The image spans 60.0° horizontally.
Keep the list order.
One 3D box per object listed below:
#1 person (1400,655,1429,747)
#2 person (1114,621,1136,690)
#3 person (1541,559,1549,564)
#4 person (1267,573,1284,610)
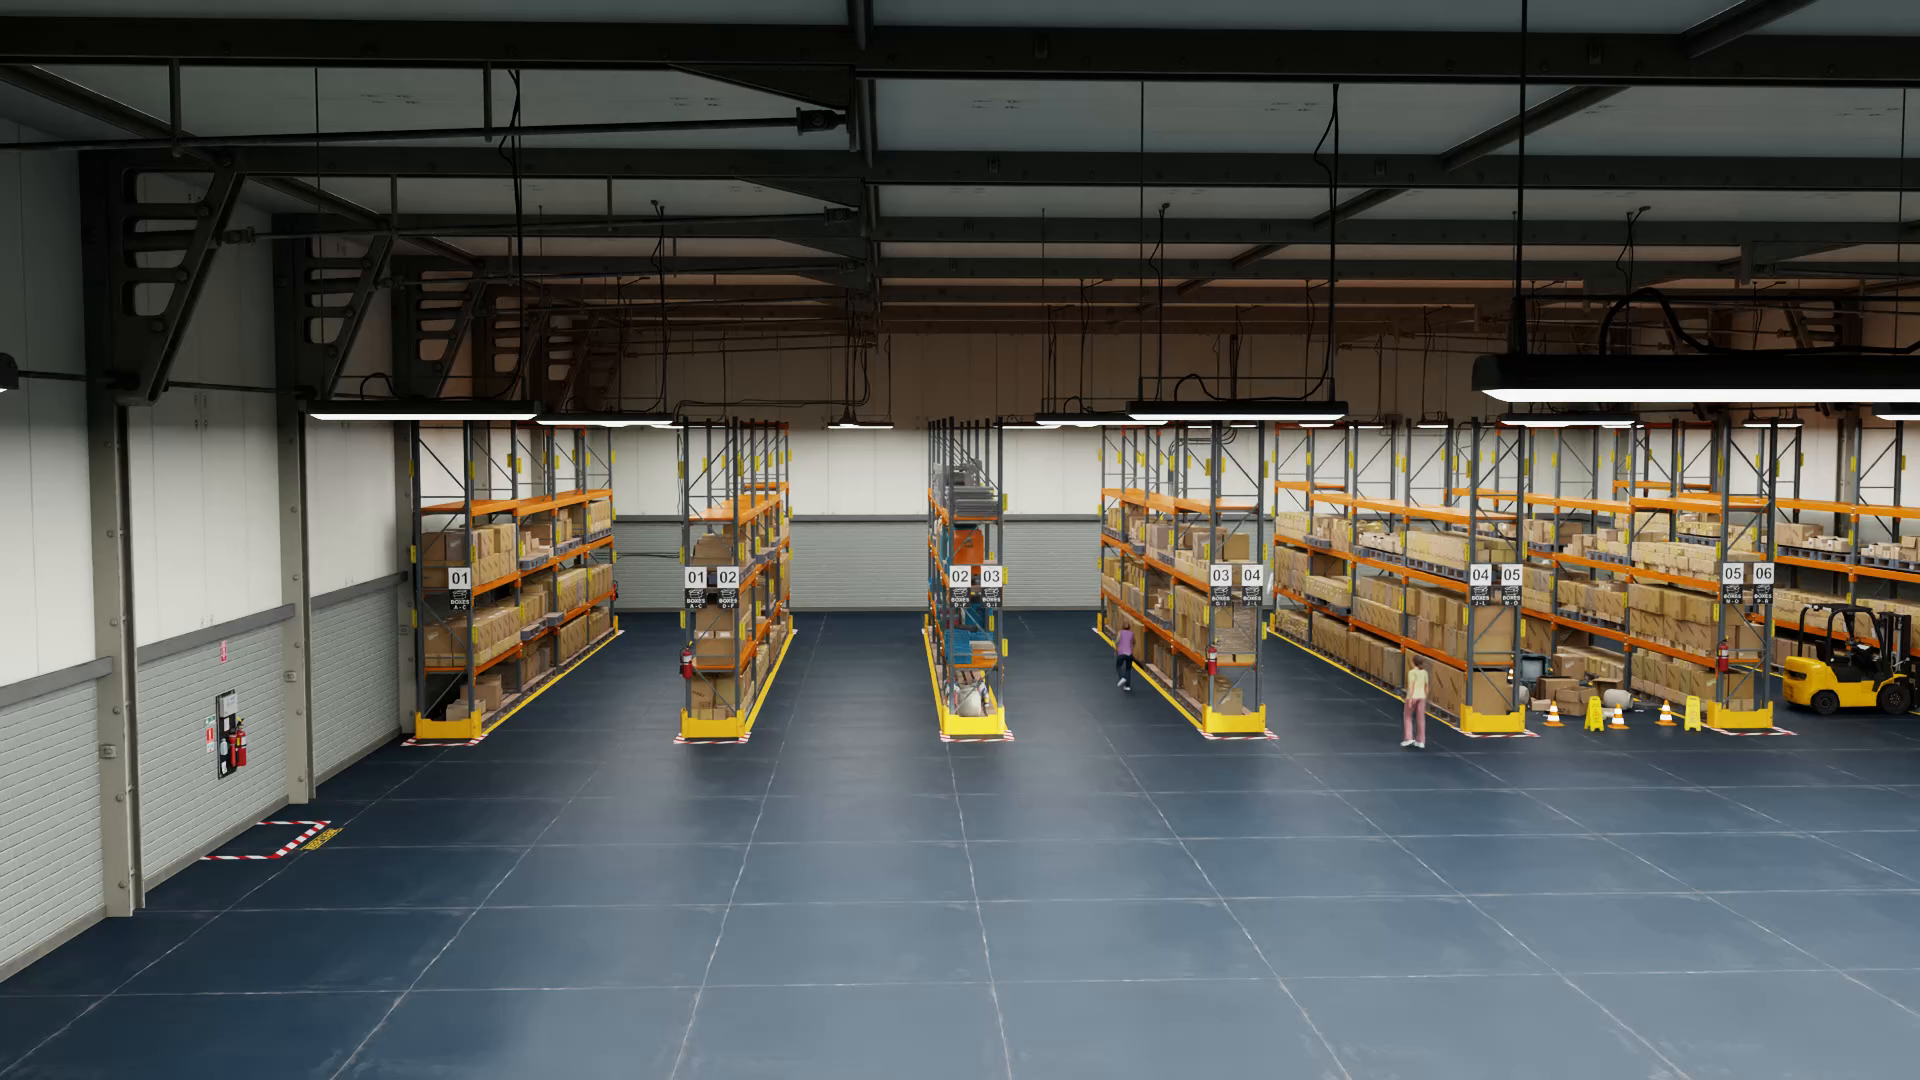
[{"bbox_3d":[8.313,2.947,30.193,0.459,1.715,0.595,-1,4,-9],"label":"person"},{"bbox_3d":[3.677,2.559,37.101,0.513,1.500,0.752,0,4,-2],"label":"person"},{"bbox_3d":[18.336,1.464,52.052,1.020,1.728,0.584,-1,4,-22],"label":"person"},{"bbox_3d":[9.759,1.548,51.259,0.492,1.620,1.062,2,4,29],"label":"person"}]
